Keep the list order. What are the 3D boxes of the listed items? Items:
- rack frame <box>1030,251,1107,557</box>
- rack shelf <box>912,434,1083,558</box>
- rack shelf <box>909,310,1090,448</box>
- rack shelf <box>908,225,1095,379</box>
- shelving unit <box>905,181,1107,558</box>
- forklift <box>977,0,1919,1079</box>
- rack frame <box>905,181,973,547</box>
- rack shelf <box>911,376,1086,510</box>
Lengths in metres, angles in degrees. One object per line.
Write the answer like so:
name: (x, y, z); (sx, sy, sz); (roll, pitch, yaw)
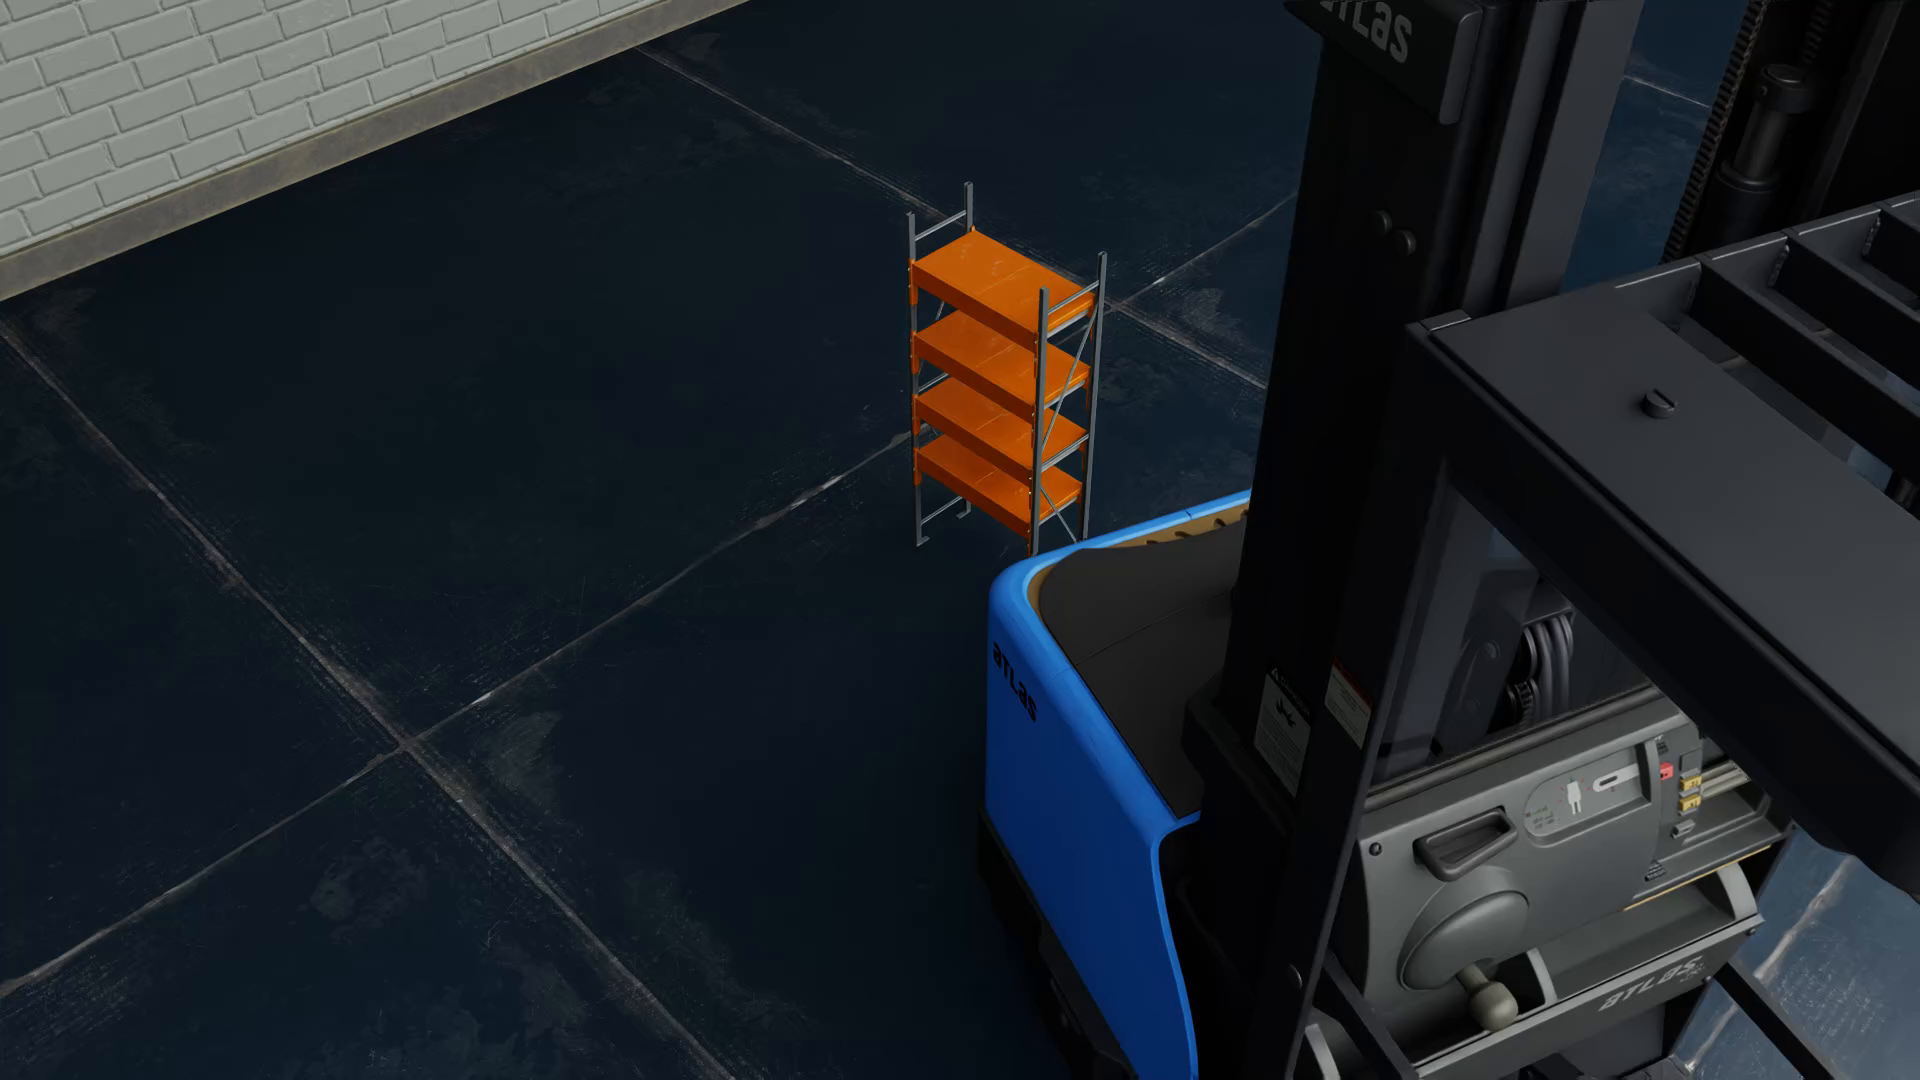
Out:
rack frame: (0.289, -0.244, 4.630); (0.240, 1.200, 0.015); (-34, 53, -31)
rack shelf: (0.117, -0.166, 4.937); (0.258, 0.148, 0.480); (-34, 53, -31)
rack shelf: (0.117, -0.476, 4.651); (0.258, 0.148, 0.480); (-34, 53, -31)
rack shelf: (0.117, -0.650, 4.490); (0.258, 0.148, 0.480); (-34, 53, -31)
shelving unit: (0.117, -0.361, 4.757); (0.258, 1.200, 0.503); (-34, 53, -31)
forklift: (1.111, 0.554, 2.490); (1.130, 2.935, 3.031); (-17, 45, -18)
rack frame: (-0.055, -0.478, 4.884); (0.240, 1.200, 0.015); (-34, 53, -31)
rack shelf: (0.117, -0.312, 4.802); (0.258, 0.148, 0.480); (-34, 53, -31)
